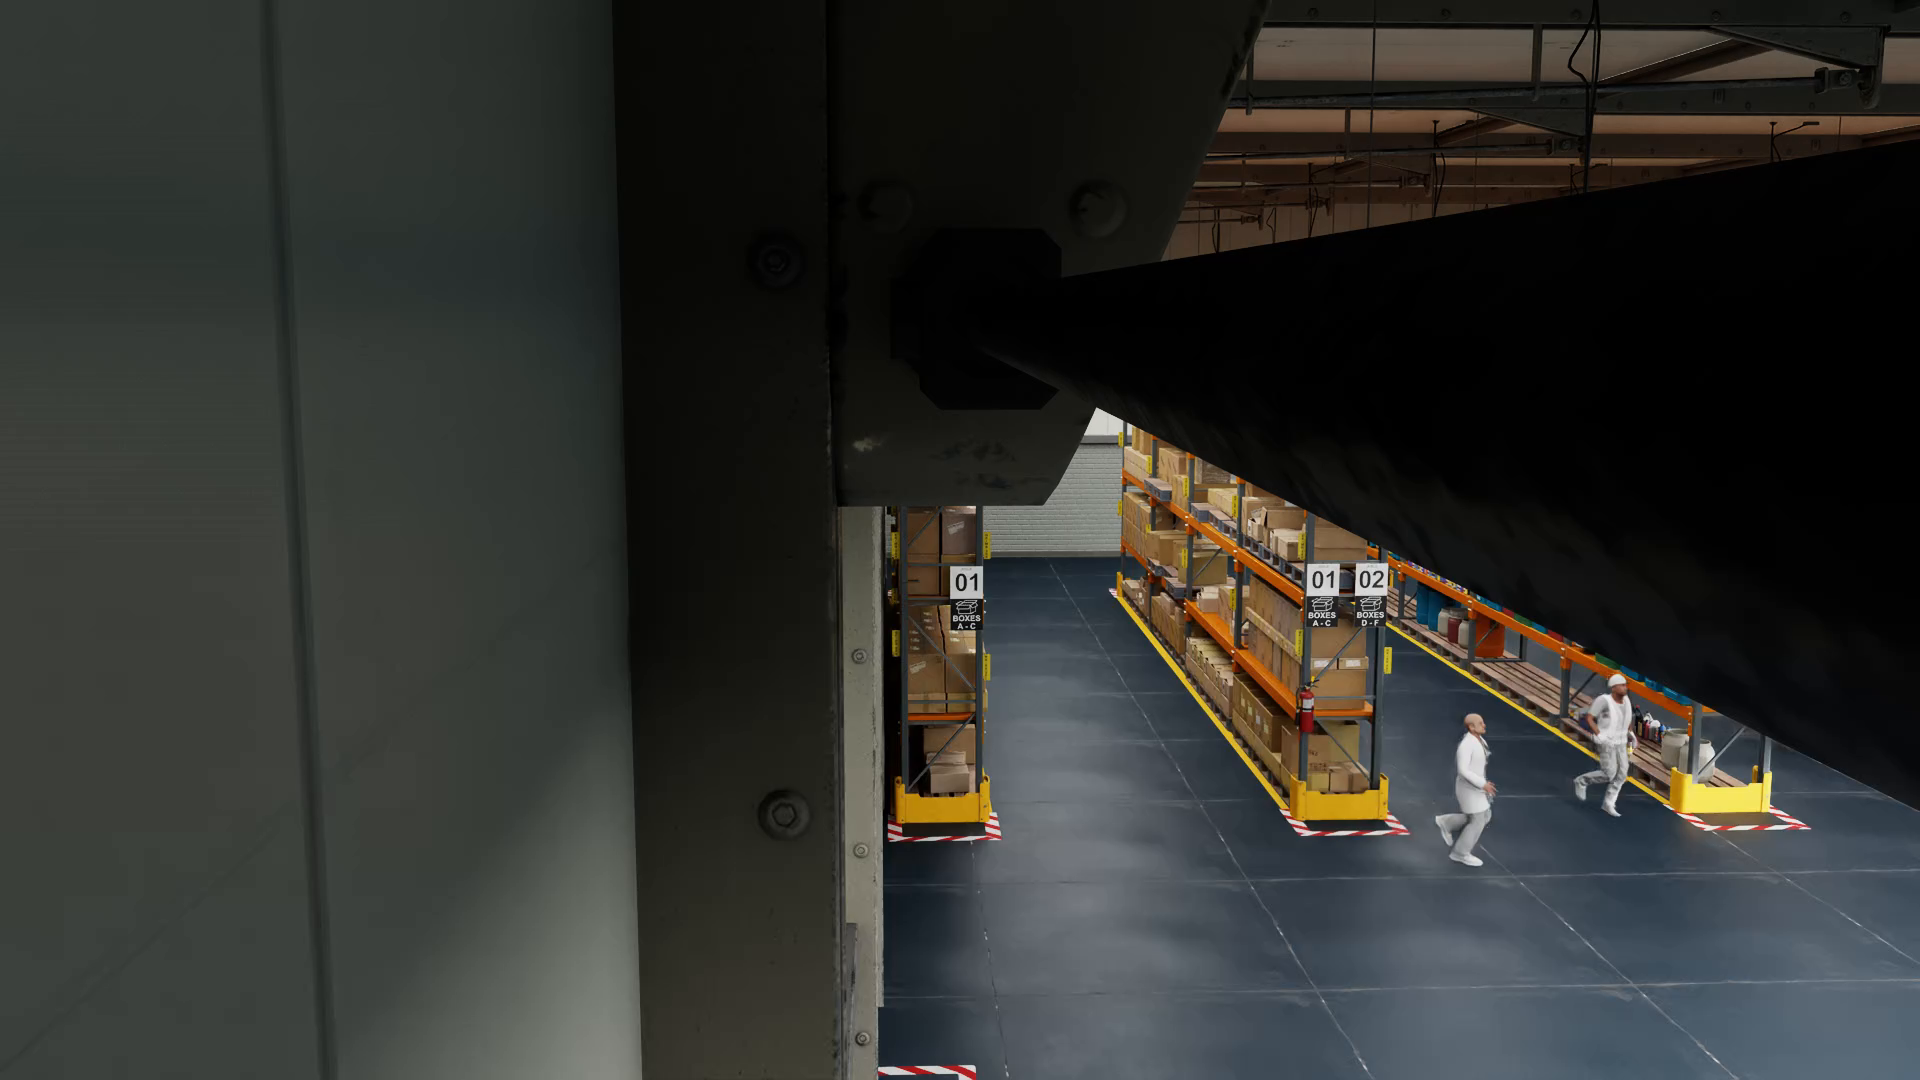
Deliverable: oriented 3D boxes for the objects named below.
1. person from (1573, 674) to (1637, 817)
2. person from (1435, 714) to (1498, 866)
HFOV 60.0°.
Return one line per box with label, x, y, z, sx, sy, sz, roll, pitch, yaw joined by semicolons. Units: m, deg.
person;8.185;2.552;20.980;0.713;1.767;0.643;-5;9;-29
person;5.762;2.812;18.874;0.711;1.750;0.731;4;9;29
